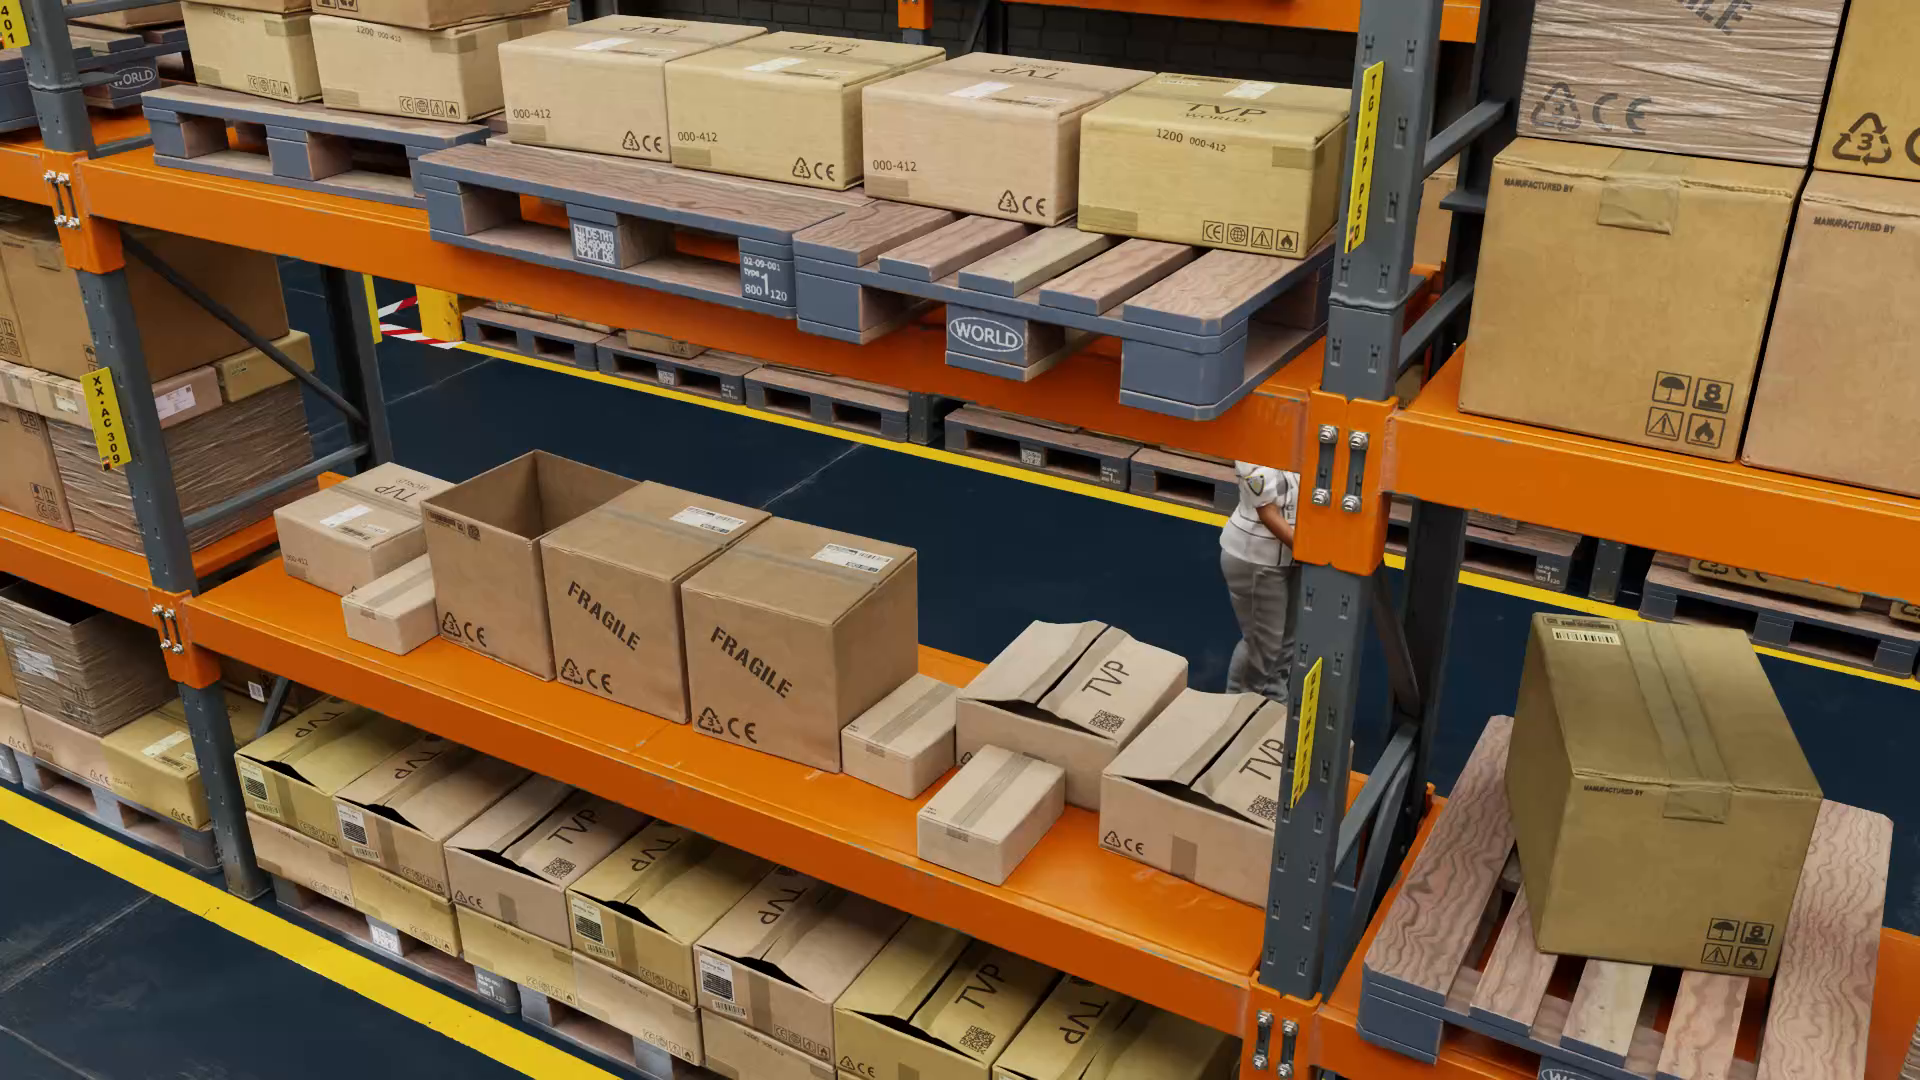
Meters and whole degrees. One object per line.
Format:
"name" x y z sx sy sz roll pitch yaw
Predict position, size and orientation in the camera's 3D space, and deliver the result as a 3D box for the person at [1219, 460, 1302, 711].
"person" 1.370 0.075 6.975 0.533 1.653 0.452 15 30 27
